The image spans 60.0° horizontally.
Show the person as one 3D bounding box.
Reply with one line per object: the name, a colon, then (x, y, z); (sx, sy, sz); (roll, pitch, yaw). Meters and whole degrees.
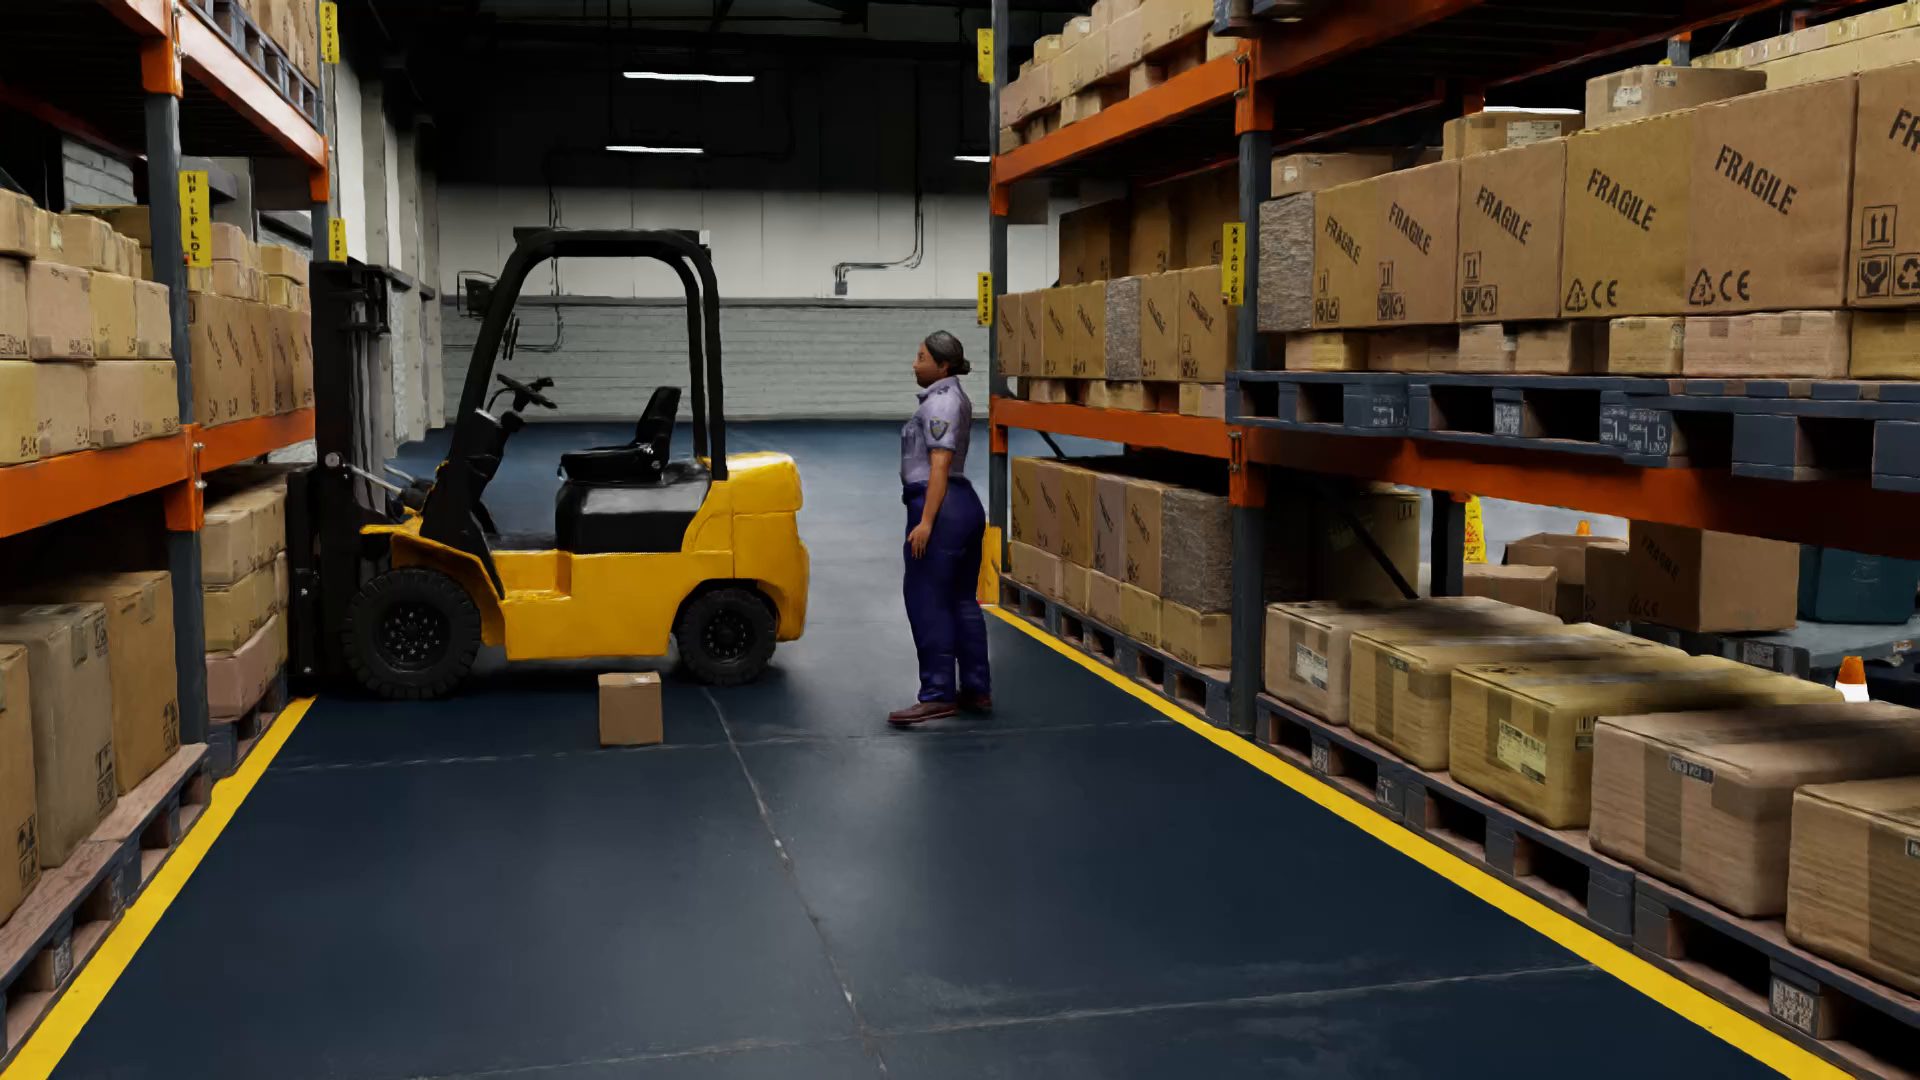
person: (-0.070, -0.066, 7.161); (0.376, 1.656, 0.600); (2, 6, 14)
